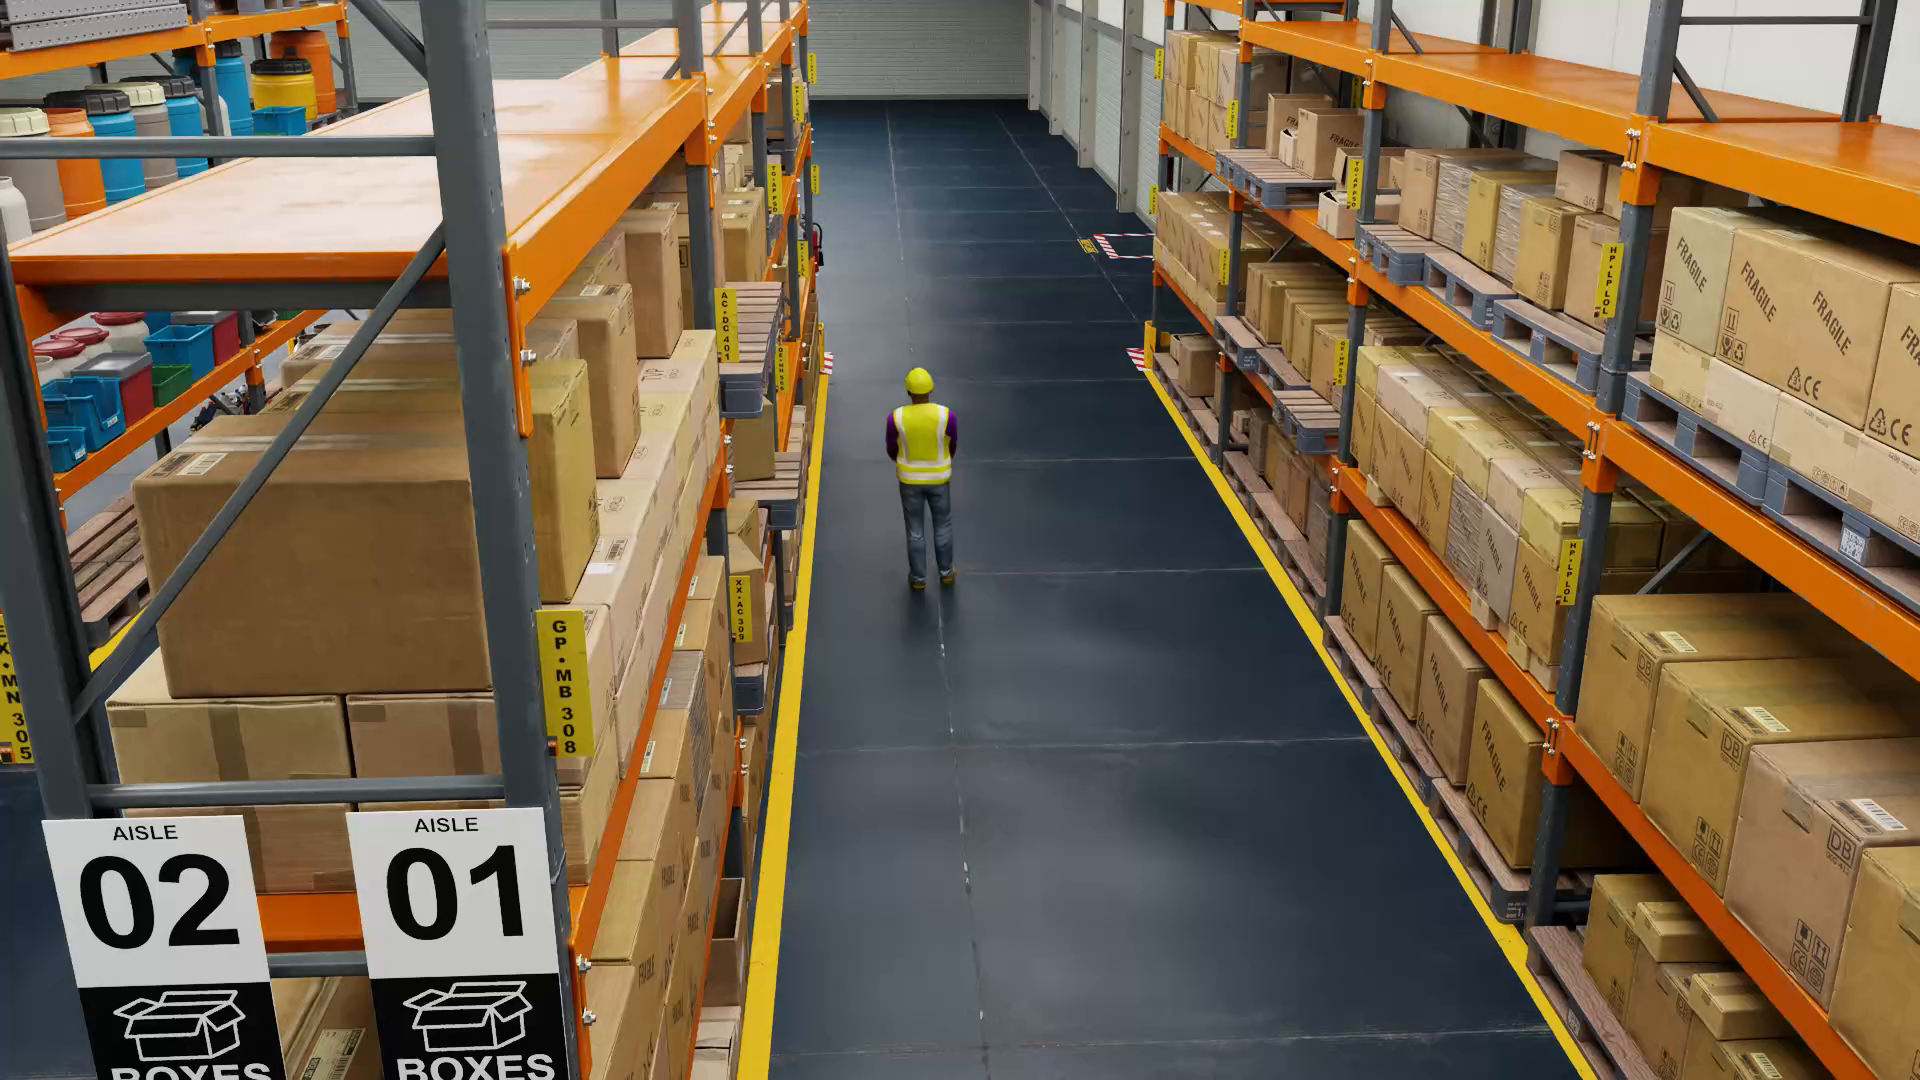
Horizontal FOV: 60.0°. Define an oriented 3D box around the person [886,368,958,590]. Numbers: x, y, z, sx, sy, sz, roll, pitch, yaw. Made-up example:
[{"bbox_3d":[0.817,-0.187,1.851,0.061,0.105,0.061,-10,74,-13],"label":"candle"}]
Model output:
[{"bbox_3d":[-0.292,-0.499,12.874,0.558,1.771,0.528,-1,20,-3],"label":"person"}]
